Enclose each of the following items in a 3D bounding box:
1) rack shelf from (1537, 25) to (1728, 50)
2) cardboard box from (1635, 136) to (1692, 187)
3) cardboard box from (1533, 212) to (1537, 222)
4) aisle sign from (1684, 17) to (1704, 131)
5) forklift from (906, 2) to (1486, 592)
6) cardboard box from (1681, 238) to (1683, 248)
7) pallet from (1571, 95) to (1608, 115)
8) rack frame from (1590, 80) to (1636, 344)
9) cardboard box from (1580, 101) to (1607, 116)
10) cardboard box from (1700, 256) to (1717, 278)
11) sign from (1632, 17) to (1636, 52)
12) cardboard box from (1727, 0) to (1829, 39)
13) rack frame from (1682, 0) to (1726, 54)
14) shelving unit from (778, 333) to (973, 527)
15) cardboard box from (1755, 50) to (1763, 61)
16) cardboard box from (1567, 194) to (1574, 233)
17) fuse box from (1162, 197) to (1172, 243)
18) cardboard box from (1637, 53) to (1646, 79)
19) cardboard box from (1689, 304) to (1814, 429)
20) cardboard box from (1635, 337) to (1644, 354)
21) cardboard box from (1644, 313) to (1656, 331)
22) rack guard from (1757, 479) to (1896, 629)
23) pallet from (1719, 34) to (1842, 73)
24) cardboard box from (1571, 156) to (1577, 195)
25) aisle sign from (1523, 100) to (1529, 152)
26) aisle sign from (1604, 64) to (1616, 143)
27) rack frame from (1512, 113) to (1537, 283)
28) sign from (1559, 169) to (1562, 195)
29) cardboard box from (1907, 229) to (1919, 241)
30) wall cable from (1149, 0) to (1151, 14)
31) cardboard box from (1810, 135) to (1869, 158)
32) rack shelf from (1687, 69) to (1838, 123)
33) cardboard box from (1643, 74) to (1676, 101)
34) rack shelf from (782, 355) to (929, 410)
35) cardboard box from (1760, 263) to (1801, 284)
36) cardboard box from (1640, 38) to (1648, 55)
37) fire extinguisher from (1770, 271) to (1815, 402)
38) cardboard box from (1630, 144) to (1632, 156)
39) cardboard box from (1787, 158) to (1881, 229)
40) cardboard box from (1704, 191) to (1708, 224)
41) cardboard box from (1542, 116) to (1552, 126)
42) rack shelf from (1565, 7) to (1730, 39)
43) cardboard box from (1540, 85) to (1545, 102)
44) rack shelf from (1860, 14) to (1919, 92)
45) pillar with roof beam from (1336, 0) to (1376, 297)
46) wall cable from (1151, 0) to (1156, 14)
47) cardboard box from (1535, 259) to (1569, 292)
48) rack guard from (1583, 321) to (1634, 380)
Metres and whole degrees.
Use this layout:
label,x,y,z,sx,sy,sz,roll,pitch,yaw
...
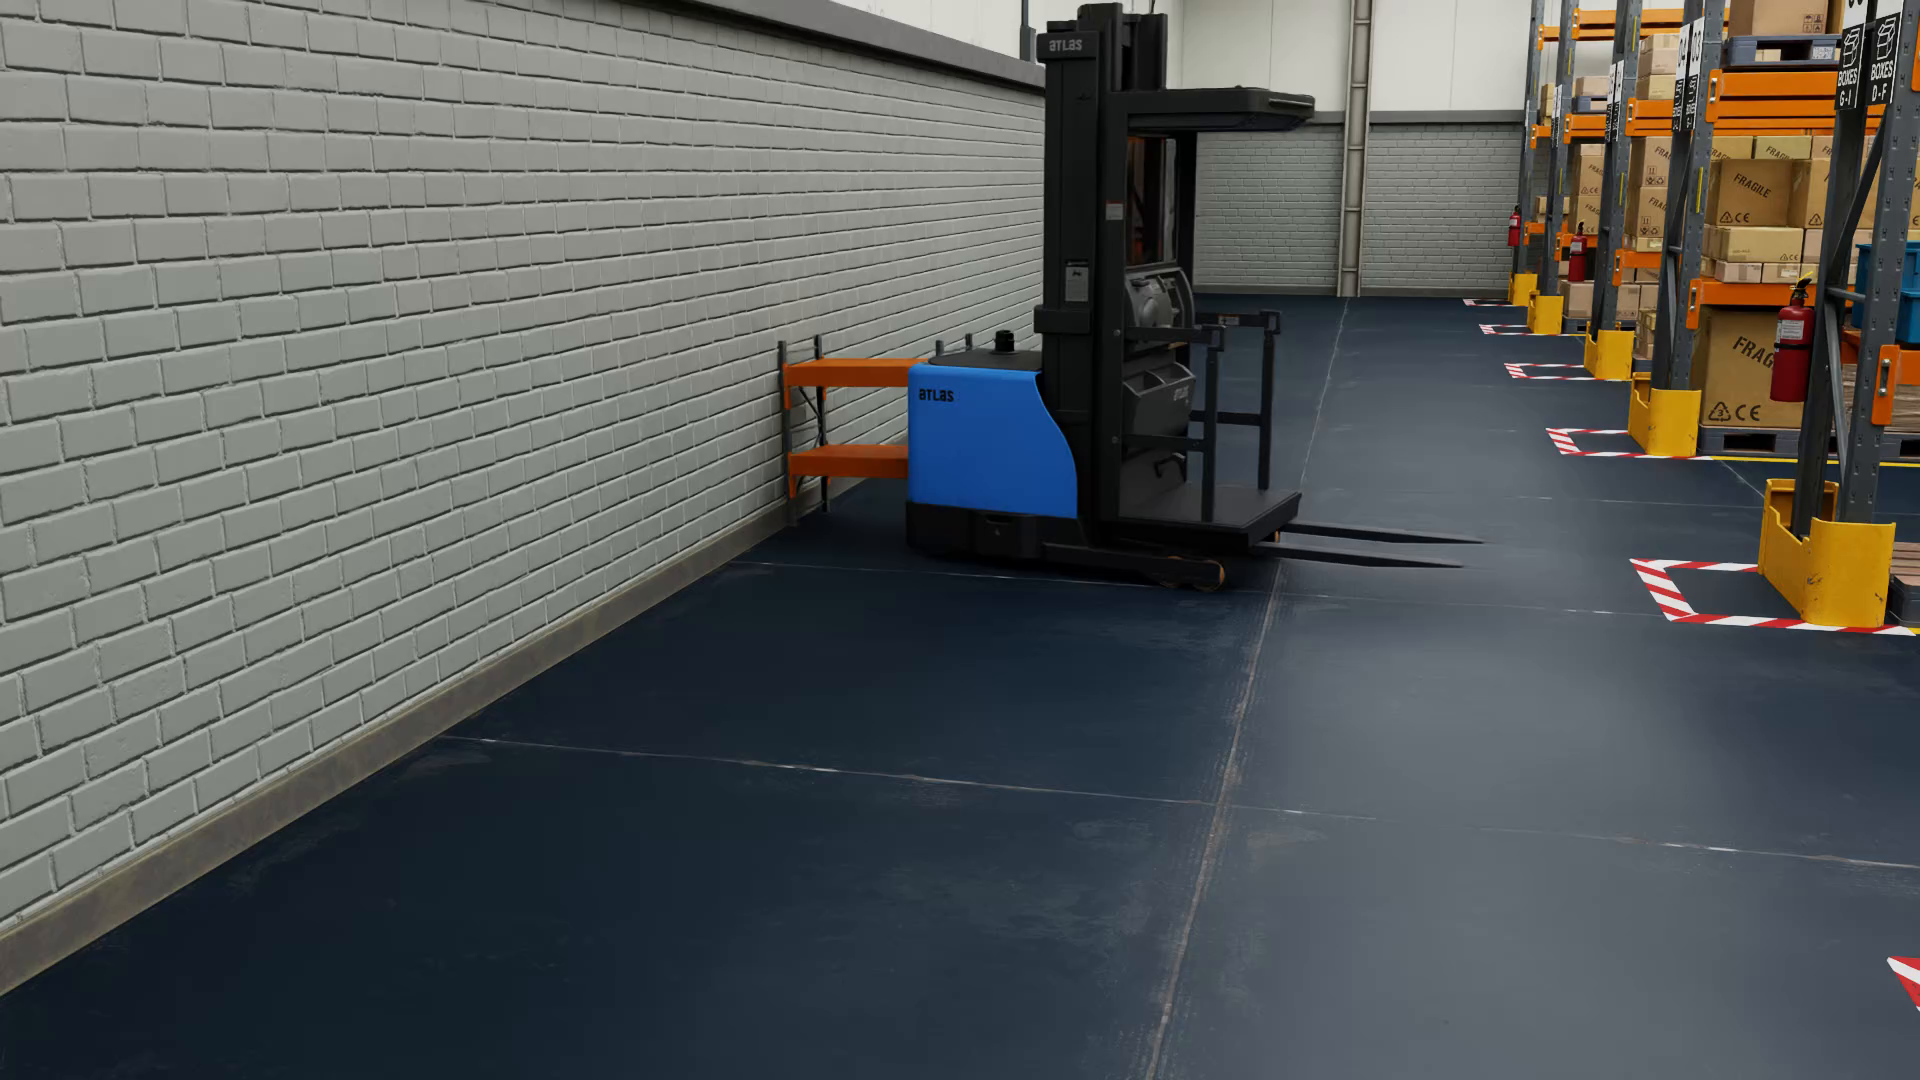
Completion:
label,x,y,z,sx,sy,sz,roll,pitch,yaw
rack shelf,11.053,-7.817,25.862,4.000,0.370,1.077,3,13,14
cardboard box,7.210,-3.858,16.972,0.500,0.500,0.500,3,13,13
cardboard box,9.497,-5.262,27.105,0.250,0.149,0.380,3,13,13
aisle sign,5.409,-3.427,12.254,0.004,0.787,0.394,3,13,14
forklift,1.249,-1.295,8.804,3.031,2.935,1.130,6,14,26
cardboard box,7.331,-3.042,17.101,0.250,0.149,0.380,4,13,16
pallet,8.648,-5.686,21.717,1.213,0.211,1.003,3,13,14
rack frame,6.838,-3.255,17.480,0.127,3.000,1.000,3,13,14
cardboard box,9.975,-6.779,26.098,0.500,0.250,0.500,3,13,15
cardboard box,5.976,-2.145,13.059,0.250,0.149,0.380,3,13,15
sign,6.708,-5.032,16.546,0.005,0.325,0.100,3,13,14
cardboard box,6.069,-3.969,12.340,0.500,0.500,0.700,2,13,10
rack frame,5.551,-5.146,12.153,0.127,3.000,1.000,3,13,14
shelving unit,-0.483,-0.657,10.013,1.048,1.125,0.538,3,12,22
cardboard box,7.709,-4.786,16.647,0.500,0.250,0.500,3,13,13
cardboard box,8.457,-4.381,22.323,0.500,0.500,0.500,3,13,14
fuse box,3.090,-4.394,25.589,0.414,1.711,0.539,3,13,14
cardboard box,7.346,-4.920,17.251,0.500,0.250,0.500,3,13,12
cardboard box,6.192,-1.369,12.913,0.875,0.875,0.875,3,13,14
cardboard box,7.399,-2.085,17.818,0.250,0.149,0.380,3,13,14
cardboard box,7.265,-2.260,17.235,0.250,0.149,0.380,2,13,11
rack guard,4.338,0.046,8.372,0.348,0.500,1.175,3,13,14
pallet,6.274,-3.602,12.324,1.213,0.211,1.003,3,13,14
cardboard box,8.451,-4.863,22.189,0.500,0.500,0.500,4,13,15
aisle sign,8.975,-6.556,26.357,0.004,0.787,0.394,3,13,14
aisle sign,6.839,-4.591,17.500,0.004,0.787,0.394,3,13,14
rack frame,9.111,-5.345,26.901,0.127,3.000,1.000,3,13,14
sign,7.787,-4.646,21.569,0.005,0.325,0.100,3,13,14
cardboard box,6.946,-2.155,12.182,0.500,0.250,0.500,3,13,12
wall cable,2.518,-7.624,23.322,0.029,3.000,2.355,3,13,14
cardboard box,8.697,-3.776,16.602,0.500,0.500,0.500,3,13,12
rack shelf,7.493,-3.227,12.088,4.000,0.370,1.077,3,13,14
cardboard box,7.212,-4.569,16.824,0.500,0.250,0.500,4,13,16
rack shelf,-0.493,-0.944,9.957,1.000,0.278,0.538,3,12,22
cardboard box,6.066,-1.994,12.375,0.250,0.149,0.380,3,13,13
cardboard box,7.231,-5.130,17.275,0.250,0.149,0.380,3,13,13
fire extinguisher,4.327,-1.059,8.623,0.183,0.674,0.296,3,13,14
cardboard box,8.700,-5.042,21.497,0.250,0.149,0.380,3,13,15
cardboard box,6.438,-2.548,12.220,0.500,0.500,0.500,3,13,12
cardboard box,7.733,-3.345,16.969,0.500,0.500,0.500,3,13,14
cardboard box,9.365,-6.622,26.309,0.250,0.149,0.380,3,13,15
rack shelf,9.867,-6.580,21.199,4.000,0.370,1.077,3,13,14
cardboard box,9.610,-7.161,26.667,0.500,0.250,0.500,3,13,12
rack shelf,6.306,-2.185,7.393,4.000,0.370,1.077,3,13,14
pillar with roof beam,5.678,-7.698,23.656,0.400,9.000,9.100,3,13,14
wall cable,3.222,-8.226,25.949,0.133,3.039,2.988,3,13,14
cardboard box,9.682,-4.280,26.893,0.637,0.503,0.797,3,13,11
rack guard,6.911,-2.031,17.733,0.348,0.500,1.175,3,13,14
